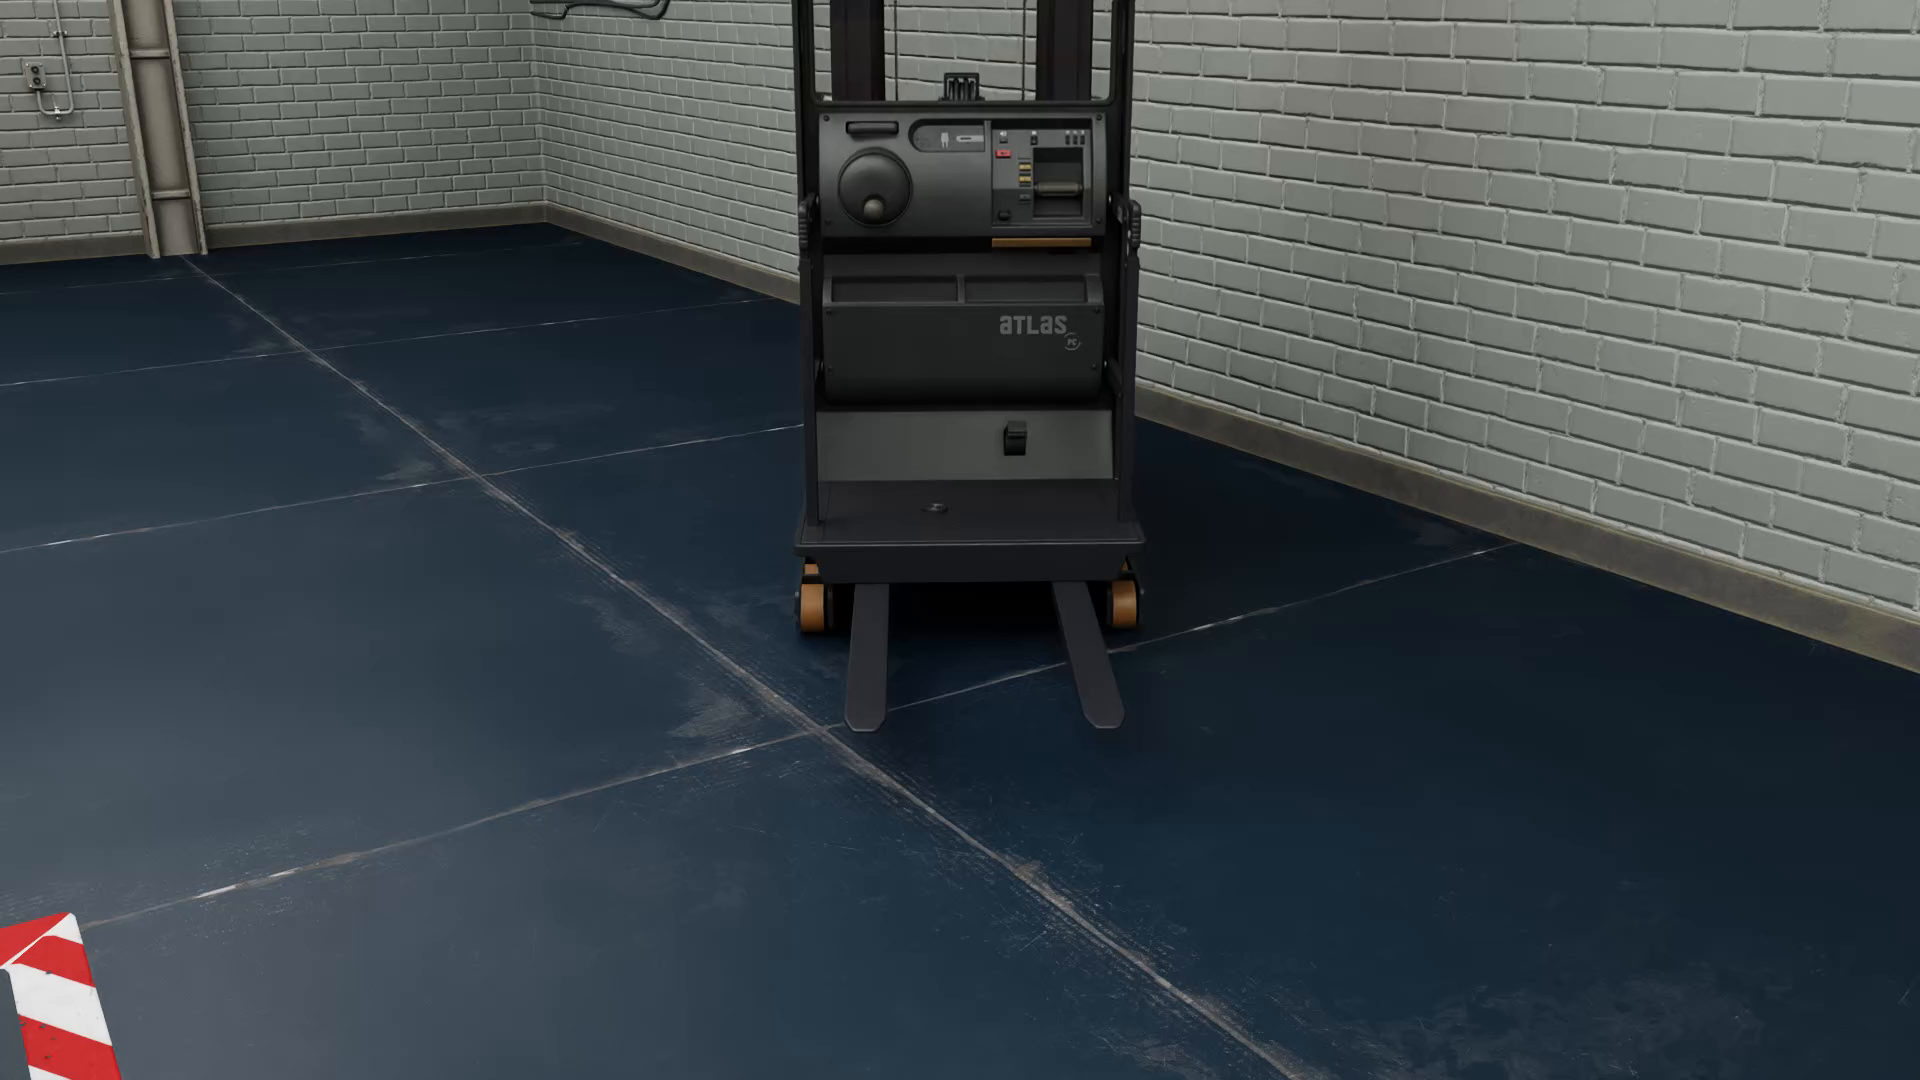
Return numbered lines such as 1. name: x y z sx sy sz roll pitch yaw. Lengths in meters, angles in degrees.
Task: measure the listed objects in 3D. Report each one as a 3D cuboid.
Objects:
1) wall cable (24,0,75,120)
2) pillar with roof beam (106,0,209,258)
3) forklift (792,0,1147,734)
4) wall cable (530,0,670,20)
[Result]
1. wall cable: -7.222 -3.867 11.412 1.851 1.984 0.084 -12 22 -31
2. pillar with roof beam: -3.624 -5.304 7.884 0.400 9.000 9.100 -12 22 -31
3. forklift: 0.019 -1.189 5.186 1.130 2.935 3.031 -1 19 -2
4. wall cable: -2.851 -5.178 12.360 0.112 2.526 3.097 -12 22 -31
